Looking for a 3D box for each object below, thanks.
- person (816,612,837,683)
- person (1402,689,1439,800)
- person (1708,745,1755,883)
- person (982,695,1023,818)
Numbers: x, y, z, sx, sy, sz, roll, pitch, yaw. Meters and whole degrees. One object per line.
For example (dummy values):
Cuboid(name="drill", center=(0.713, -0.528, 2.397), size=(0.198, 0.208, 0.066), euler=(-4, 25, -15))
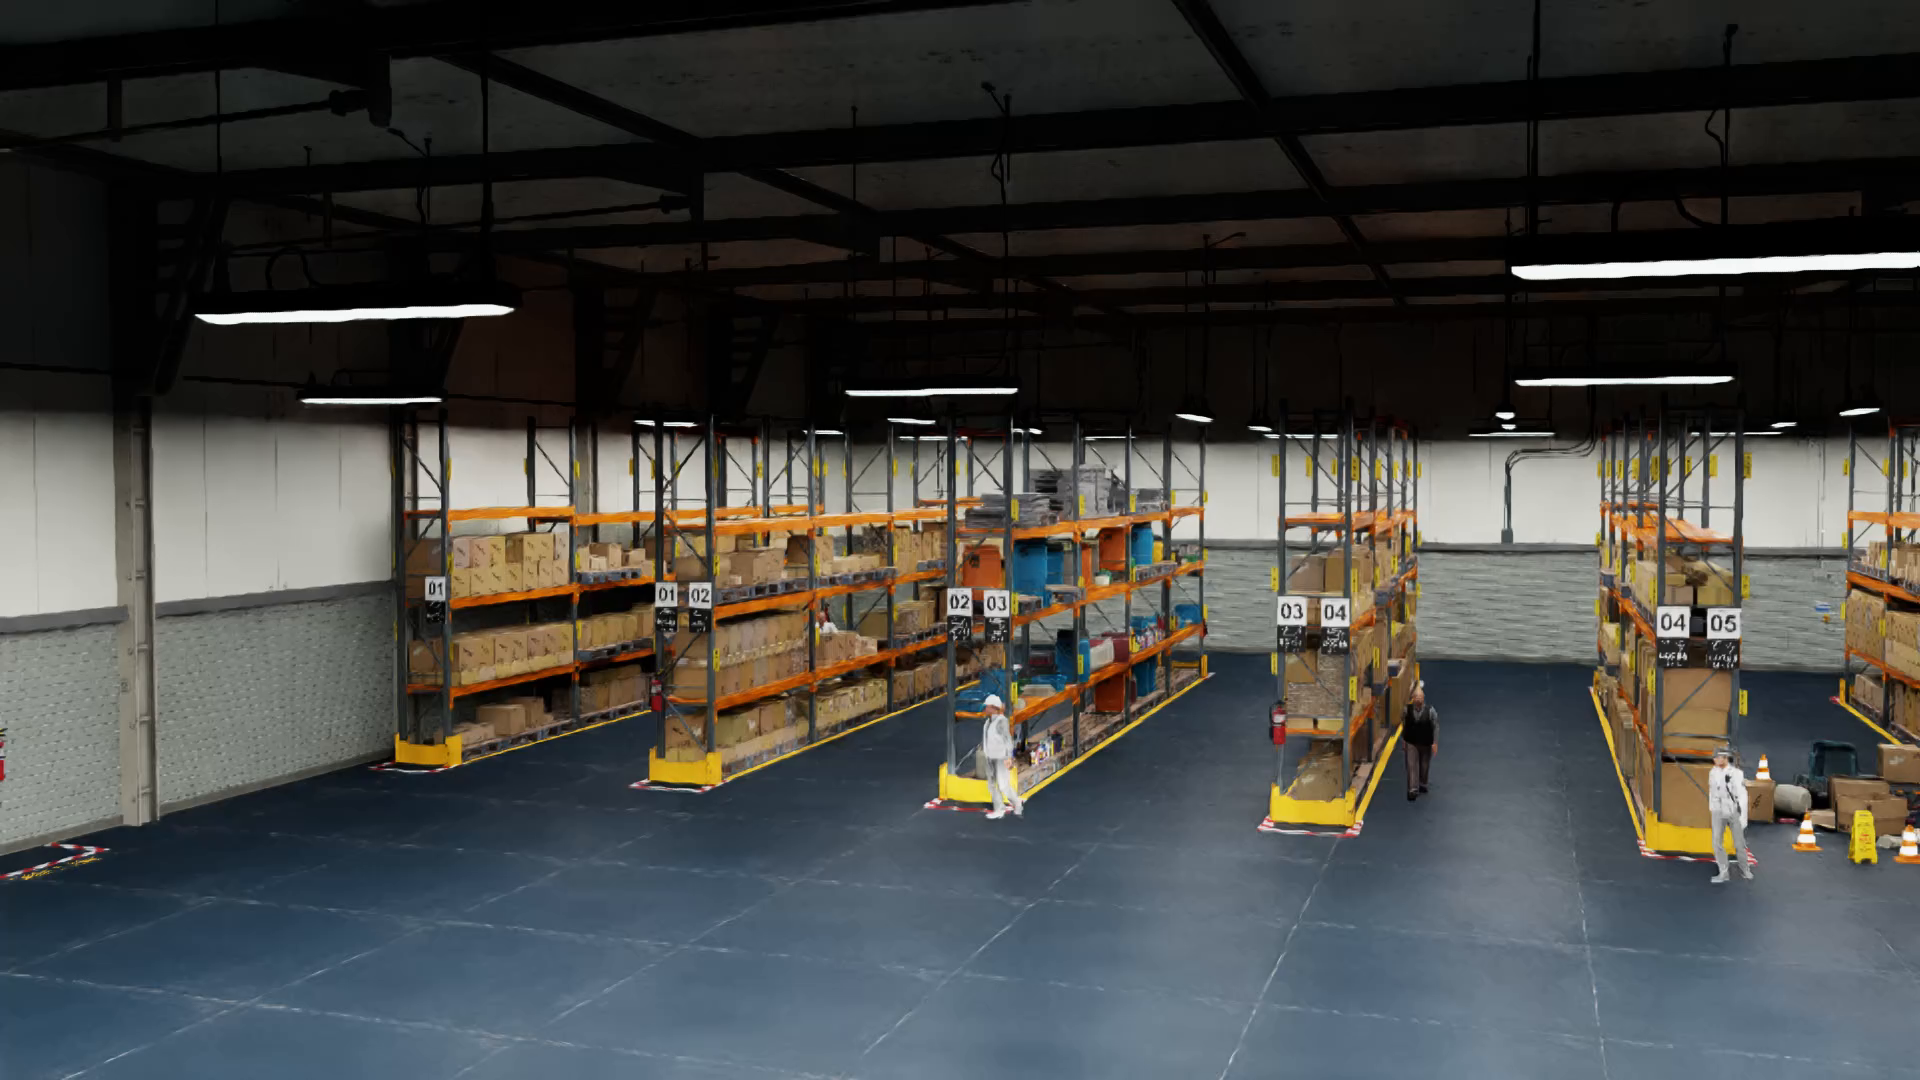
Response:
Cuboid(name="person", center=(-3.137, 2.499, 38.296), size=(0.729, 1.733, 0.546), euler=(1, 3, 17))
Cuboid(name="person", center=(6.984, 3.086, 25.235), size=(0.555, 1.669, 1.029), euler=(1, 3, 18))
Cuboid(name="person", center=(9.358, 3.310, 20.188), size=(0.545, 1.659, 0.515), euler=(-2, 3, -35))
Cuboid(name="person", center=(0.600, 3.100, 23.865), size=(0.571, 1.765, 0.583), euler=(-2, 3, -32))
